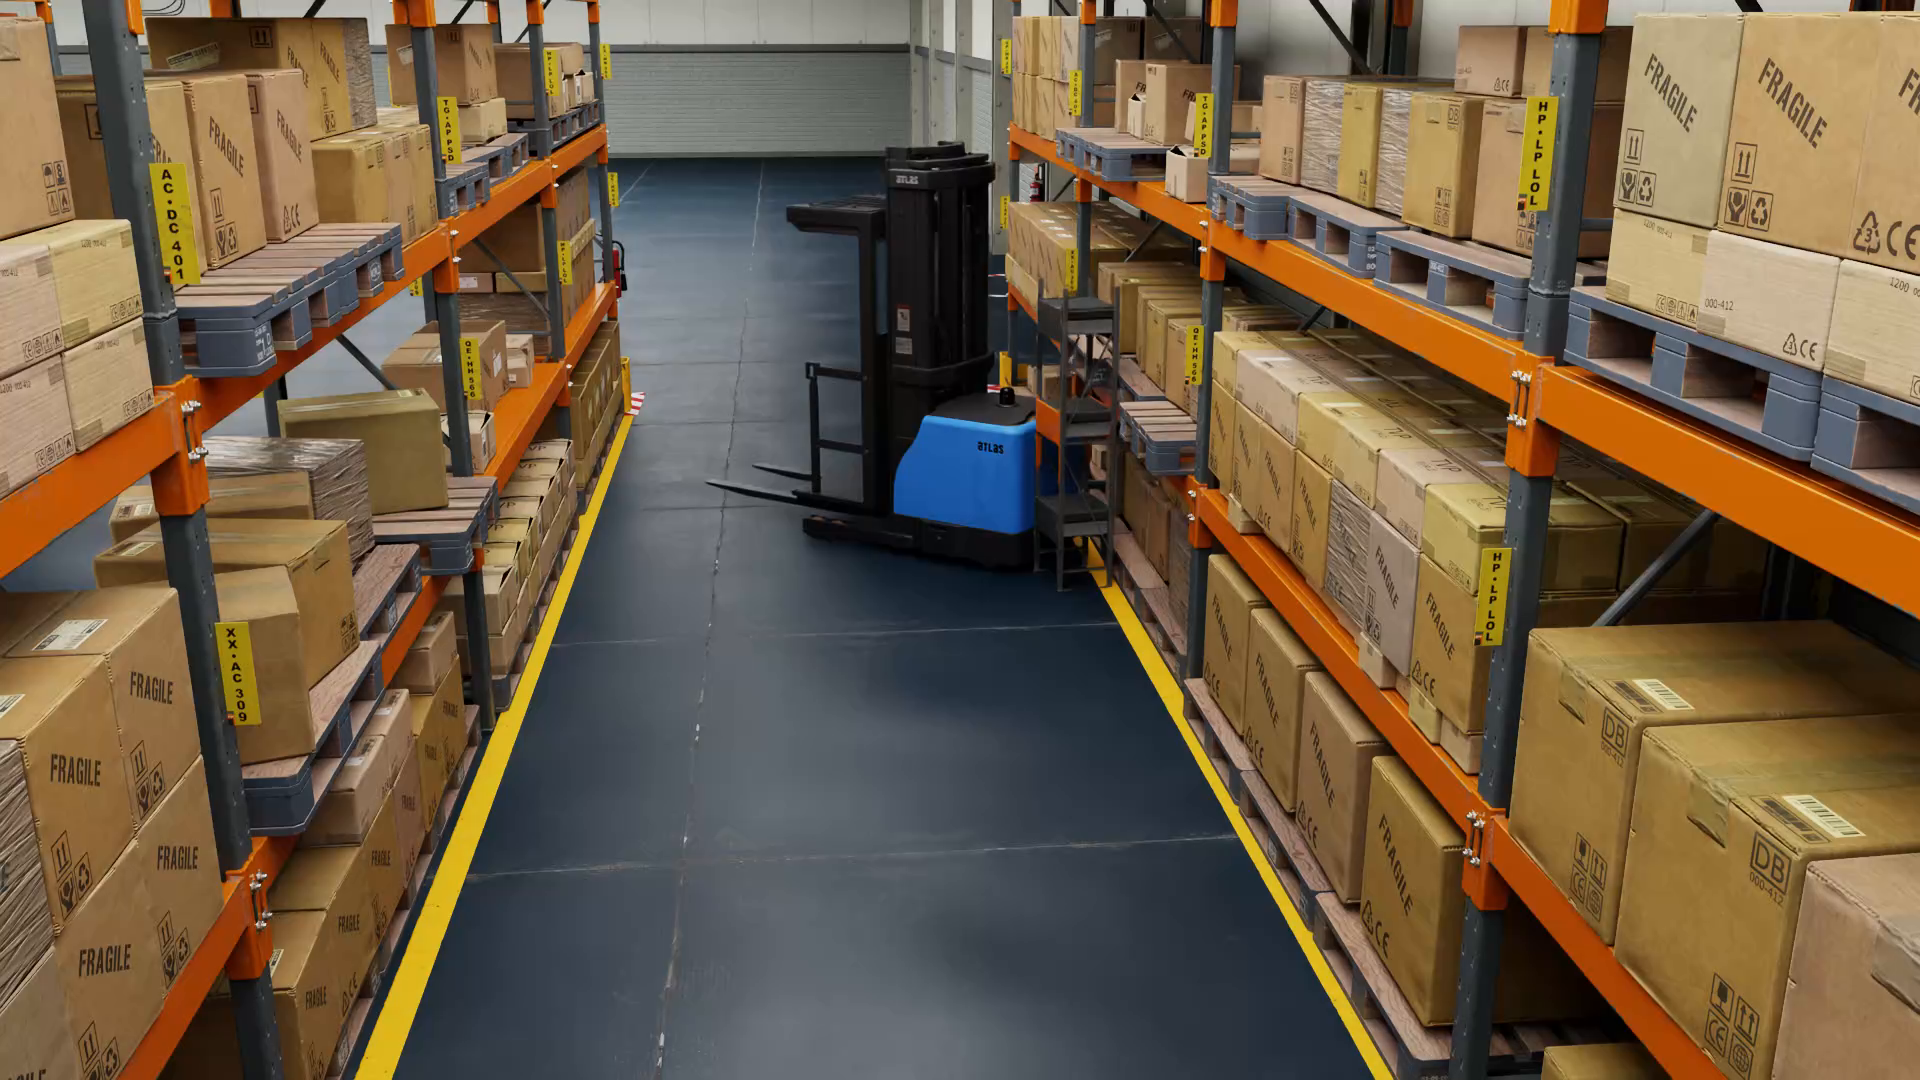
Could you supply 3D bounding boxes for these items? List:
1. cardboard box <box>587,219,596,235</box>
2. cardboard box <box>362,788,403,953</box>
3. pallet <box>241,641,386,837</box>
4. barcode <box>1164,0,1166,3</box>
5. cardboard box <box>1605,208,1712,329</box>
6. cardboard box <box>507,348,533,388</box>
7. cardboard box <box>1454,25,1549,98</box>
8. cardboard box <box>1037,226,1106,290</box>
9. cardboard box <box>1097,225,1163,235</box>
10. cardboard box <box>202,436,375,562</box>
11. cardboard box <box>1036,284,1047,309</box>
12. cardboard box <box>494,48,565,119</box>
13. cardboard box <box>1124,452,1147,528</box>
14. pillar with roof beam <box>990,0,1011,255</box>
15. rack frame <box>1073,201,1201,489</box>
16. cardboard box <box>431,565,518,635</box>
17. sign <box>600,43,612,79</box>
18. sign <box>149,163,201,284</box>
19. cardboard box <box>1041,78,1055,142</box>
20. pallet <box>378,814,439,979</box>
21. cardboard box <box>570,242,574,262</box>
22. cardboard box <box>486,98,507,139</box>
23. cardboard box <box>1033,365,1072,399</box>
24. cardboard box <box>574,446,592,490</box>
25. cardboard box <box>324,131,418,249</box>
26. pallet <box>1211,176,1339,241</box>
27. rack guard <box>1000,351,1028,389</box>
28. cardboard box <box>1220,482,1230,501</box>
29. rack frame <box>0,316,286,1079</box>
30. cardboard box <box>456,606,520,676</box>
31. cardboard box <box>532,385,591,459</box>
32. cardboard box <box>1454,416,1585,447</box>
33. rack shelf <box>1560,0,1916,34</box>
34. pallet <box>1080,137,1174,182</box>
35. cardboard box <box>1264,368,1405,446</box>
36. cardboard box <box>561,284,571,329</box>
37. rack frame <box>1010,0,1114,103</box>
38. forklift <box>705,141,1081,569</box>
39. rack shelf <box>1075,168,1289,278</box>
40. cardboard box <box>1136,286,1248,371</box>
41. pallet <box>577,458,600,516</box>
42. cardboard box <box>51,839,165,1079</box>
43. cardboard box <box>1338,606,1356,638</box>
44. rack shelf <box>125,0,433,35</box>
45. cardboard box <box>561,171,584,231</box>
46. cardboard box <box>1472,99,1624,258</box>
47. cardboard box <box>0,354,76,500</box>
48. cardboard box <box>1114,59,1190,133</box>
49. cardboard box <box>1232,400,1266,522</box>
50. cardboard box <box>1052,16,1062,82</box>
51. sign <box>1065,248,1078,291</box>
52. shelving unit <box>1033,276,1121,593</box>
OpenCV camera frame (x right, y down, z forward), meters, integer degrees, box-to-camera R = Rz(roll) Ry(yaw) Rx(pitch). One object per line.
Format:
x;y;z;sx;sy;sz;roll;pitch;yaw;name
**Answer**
-3.701;-2.993;15.953;0.380;0.149;0.250;-2;18;-7;cardboard box
-2.609;1.355;6.792;0.500;0.500;0.500;-2;17;-5;cardboard box
-2.666;0.682;5.818;1.003;0.211;1.213;-2;18;-6;pallet
1.694;-4.471;13.731;0.001;0.075;0.075;-2;18;-6;barcode
2.044;-0.716;4.325;0.500;0.250;0.500;-2;18;-6;cardboard box
-3.244;-1.232;11.816;0.396;0.266;0.258;-2;18;-7;cardboard box
2.203;-1.799;6.239;0.500;0.250;0.500;-2;18;-7;cardboard box
0.955;-2.432;14.381;0.500;0.500;0.500;-2;18;-7;cardboard box
1.474;-2.451;14.442;0.500;0.500;0.500;-1;17;-4;cardboard box
-3.023;-0.146;7.265;0.700;0.500;0.500;1;17;5;cardboard box
0.949;-2.074;14.492;0.500;0.250;0.500;-2;18;-6;cardboard box
-3.307;-3.456;12.568;0.500;0.500;0.500;0;17;-1;cardboard box
1.606;-0.352;12.230;0.700;0.500;0.500;-2;18;-7;cardboard box
-3.590;-9.020;26.386;9.100;9.000;0.400;-2;18;-6;pillar with roof beam
1.410;-1.706;13.104;1.000;3.000;0.127;-2;18;-6;rack frame
-2.866;0.319;9.607;0.500;0.311;0.500;-1;17;-4;cardboard box
-3.388;-4.572;15.879;0.100;0.325;0.005;-2;18;-6;sign
-2.153;-0.865;4.554;0.100;0.325;0.005;-2;18;-6;sign
0.978;-3.652;14.095;0.500;0.500;0.500;-2;18;-8;cardboard box
-2.942;1.557;7.367;1.003;0.211;1.213;-2;18;-6;pallet
-3.515;-2.457;14.244;0.380;0.149;0.250;-2;18;-6;cardboard box
-3.463;-2.928;11.537;0.500;0.250;0.500;0;17;0;cardboard box
1.064;-1.316;15.300;0.700;0.500;0.500;-3;18;-9;cardboard box
-3.263;-0.588;13.431;0.500;0.250;0.500;-2;18;-6;cardboard box
-2.973;-1.558;7.458;0.910;0.500;0.500;-2;18;-6;cardboard box
1.942;-1.665;8.281;1.213;0.211;1.003;-1;17;-3;pallet
1.005;-1.683;17.202;1.175;0.500;0.348;-2;18;-6;rack guard
1.626;-0.299;9.007;0.380;0.149;0.250;-2;18;-6;cardboard box
-2.692;0.832;5.021;1.000;3.000;0.127;-2;18;-6;rack frame
-2.866;0.586;9.691;0.500;0.250;0.500;-2;18;-6;cardboard box
-3.253;-0.946;13.320;0.500;0.500;0.500;-2;18;-6;cardboard box
2.329;-0.330;6.770;0.500;0.250;0.500;-2;18;-7;cardboard box
2.441;-1.055;2.883;1.077;0.370;4.000;-2;18;-6;rack shelf
1.478;-2.551;11.102;1.213;0.211;1.003;-2;18;-6;pallet
1.725;-0.619;7.692;0.500;0.250;0.500;-2;18;-5;cardboard box
-3.678;-2.038;13.994;0.700;0.500;0.500;-2;17;-5;cardboard box
0.997;-5.760;16.001;1.000;3.000;0.127;-2;18;-6;rack frame
-0.606;-1.503;12.570;3.031;2.935;1.130;11;20;30;forklift
1.616;-2.198;10.864;1.077;0.370;4.000;-2;18;-6;rack shelf
1.578;-1.449;11.384;0.700;0.500;0.500;1;17;2;cardboard box
-3.557;-0.460;13.789;1.003;0.211;1.213;-2;18;-6;pallet
-2.330;1.078;4.067;0.500;0.500;0.500;-1;17;-4;cardboard box
1.831;0.316;7.049;0.380;0.149;0.250;-2;18;-7;cardboard box
-2.898;-2.093;6.188;1.077;0.370;4.000;-2;18;-6;rack shelf
-3.829;-3.099;15.206;0.700;0.500;0.500;-2;18;-7;cardboard box
2.254;-1.277;5.827;0.700;0.500;0.500;-3;18;-9;cardboard box
-2.336;-0.242;3.683;0.500;0.250;0.500;-2;18;-6;cardboard box
1.387;-3.220;12.050;0.500;0.500;0.500;1;17;2;cardboard box
1.663;-0.405;8.261;0.500;0.500;0.500;-1;17;-4;cardboard box
1.021;-3.976;13.457;0.500;0.500;0.500;-1;17;-3;cardboard box
0.871;-2.100;12.913;0.100;0.325;0.005;-2;18;-6;sign
0.797;-0.727;11.479;0.431;2.100;0.503;-5;18;-16;shelving unit
